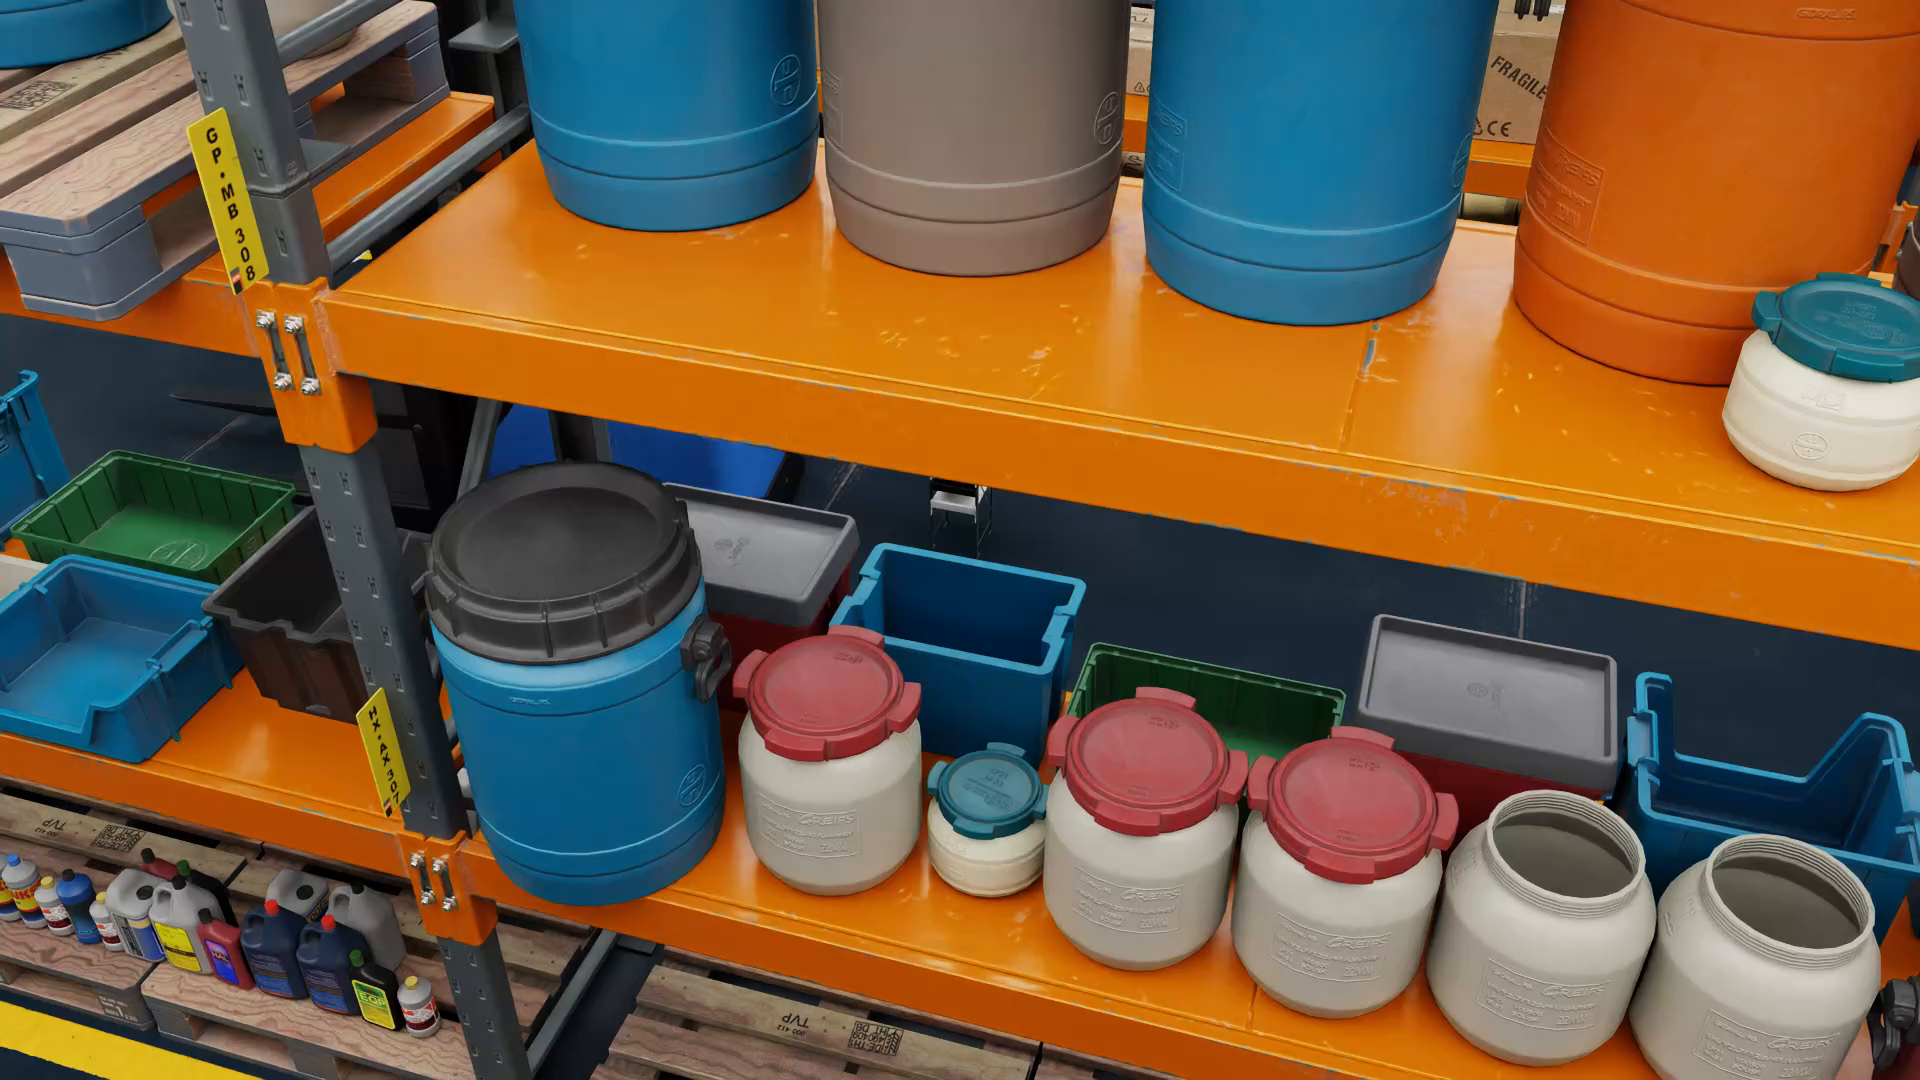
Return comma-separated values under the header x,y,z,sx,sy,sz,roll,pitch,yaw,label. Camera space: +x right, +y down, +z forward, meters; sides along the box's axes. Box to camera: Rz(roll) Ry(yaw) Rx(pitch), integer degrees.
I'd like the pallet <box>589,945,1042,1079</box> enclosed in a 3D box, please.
x,y,z,sx,sy,sz,roll,pitch,yaw,label
-0.386,1.533,4.989,1.213,0.211,1.003,10,38,14,pallet

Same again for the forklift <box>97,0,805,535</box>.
x,y,z,sx,sy,sz,roll,pitch,yaw,label
-2.273,-1.354,6.618,3.031,2.935,1.130,6,37,8,forklift

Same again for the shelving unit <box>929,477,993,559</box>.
x,y,z,sx,sy,sz,roll,pitch,yaw,label
0.008,-0.361,6.981,0.210,0.900,0.258,10,38,14,shelving unit

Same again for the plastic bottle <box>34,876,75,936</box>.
x,y,z,sx,sy,sz,roll,pitch,yaw,label
-2.811,1.129,5.175,0.097,0.201,0.097,0,36,0,plastic bottle

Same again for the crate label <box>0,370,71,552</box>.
x,y,z,sx,sy,sz,roll,pitch,yaw,label
-3.128,-0.256,5.037,0.616,0.435,0.502,10,38,14,crate label

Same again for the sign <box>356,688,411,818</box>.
x,y,z,sx,sy,sz,roll,pitch,yaw,label
-1.322,0.491,3.818,0.005,0.325,0.100,10,38,14,sign

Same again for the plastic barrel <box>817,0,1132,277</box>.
x,y,z,sx,sy,sz,roll,pitch,yaw,label
0.027,-1.034,3.171,0.600,0.901,0.600,0,36,0,plastic barrel

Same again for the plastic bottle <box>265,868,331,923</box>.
x,y,z,sx,sy,sz,roll,pitch,yaw,label
-2.011,1.140,5.097,0.135,0.276,0.152,10,38,14,plastic bottle

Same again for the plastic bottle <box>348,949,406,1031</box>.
x,y,z,sx,sy,sz,roll,pitch,yaw,label
-1.705,1.312,4.858,0.133,0.283,0.061,12,38,16,plastic bottle

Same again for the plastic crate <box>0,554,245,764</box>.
x,y,z,sx,sy,sz,roll,pitch,yaw,label
-2.285,0.311,4.422,0.616,0.251,0.499,10,38,14,plastic crate

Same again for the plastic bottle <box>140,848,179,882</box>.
x,y,z,sx,sy,sz,roll,pitch,yaw,label
-2.462,1.077,5.176,0.133,0.283,0.061,10,38,14,plastic bottle

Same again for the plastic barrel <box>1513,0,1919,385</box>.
x,y,z,sx,sy,sz,roll,pitch,yaw,label
1.327,-0.764,2.865,0.708,0.830,0.600,10,38,14,plastic barrel

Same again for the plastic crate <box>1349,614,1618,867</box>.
x,y,z,sx,sy,sz,roll,pitch,yaw,label
1.219,0.516,3.965,0.583,0.464,0.402,10,38,14,plastic crate

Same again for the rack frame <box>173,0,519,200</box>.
x,y,z,sx,sy,sz,roll,pitch,yaw,label
-1.147,-2.123,2.542,0.127,3.000,1.000,10,38,14,rack frame

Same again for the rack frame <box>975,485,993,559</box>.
x,y,z,sx,sy,sz,roll,pitch,yaw,label
0.105,-0.343,6.957,0.006,0.900,0.240,10,38,14,rack frame

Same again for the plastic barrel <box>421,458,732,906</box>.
x,y,z,sx,sy,sz,roll,pitch,yaw,label
-0.869,0.331,3.847,0.708,0.901,0.600,10,38,14,plastic barrel

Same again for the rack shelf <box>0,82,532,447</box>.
x,y,z,sx,sy,sz,roll,pitch,yaw,label
-3.056,-0.978,4.125,4.000,0.370,1.077,10,38,14,rack shelf

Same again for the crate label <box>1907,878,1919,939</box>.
x,y,z,sx,sy,sz,roll,pitch,yaw,label
2.380,0.781,3.799,0.416,0.233,0.303,10,38,14,crate label

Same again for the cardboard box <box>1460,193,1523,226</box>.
x,y,z,sx,sy,sz,roll,pitch,yaw,label
2.749,-1.527,8.287,0.500,0.311,0.500,10,37,13,cardboard box

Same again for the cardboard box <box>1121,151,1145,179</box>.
x,y,z,sx,sy,sz,roll,pitch,yaw,label
0.805,-1.887,8.775,0.500,0.311,0.500,10,38,14,cardboard box

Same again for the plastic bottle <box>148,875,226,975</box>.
x,y,z,sx,sy,sz,roll,pitch,yaw,label
-2.339,1.141,5.032,0.185,0.351,0.144,10,38,14,plastic bottle

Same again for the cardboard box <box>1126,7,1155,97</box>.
x,y,z,sx,sy,sz,roll,pitch,yaw,label
0.816,-2.386,8.088,0.500,0.250,0.500,13,38,17,cardboard box

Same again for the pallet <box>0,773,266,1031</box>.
x,y,z,sx,sy,sz,roll,pitch,yaw,label
-2.944,1.060,5.632,1.213,0.211,1.003,10,38,14,pallet

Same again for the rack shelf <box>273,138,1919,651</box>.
x,y,z,sx,sy,sz,roll,pitch,yaw,label
0.762,-0.271,3.165,4.000,0.370,1.077,10,38,14,rack shelf

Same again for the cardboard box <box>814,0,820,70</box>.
x,y,z,sx,sy,sz,roll,pitch,yaw,label
-0.598,-2.713,8.321,0.500,0.500,0.700,10,38,13,cardboard box

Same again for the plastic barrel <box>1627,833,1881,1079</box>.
x,y,z,sx,sy,sz,roll,pitch,yaw,label
1.625,0.894,3.410,0.421,0.512,0.421,0,36,0,plastic barrel

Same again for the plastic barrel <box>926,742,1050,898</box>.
x,y,z,sx,sy,sz,roll,pitch,yaw,label
0.070,0.670,3.926,0.301,0.262,0.301,0,36,0,plastic barrel

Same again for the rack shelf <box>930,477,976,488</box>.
x,y,z,sx,sy,sz,roll,pitch,yaw,label
0.008,-0.334,7.001,0.200,0.077,0.258,10,38,14,rack shelf

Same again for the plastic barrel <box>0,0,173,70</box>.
x,y,z,sx,sy,sz,roll,pitch,yaw,label
-2.065,-1.522,3.480,0.708,0.901,0.600,10,38,14,plastic barrel

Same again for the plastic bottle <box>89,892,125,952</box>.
x,y,z,sx,sy,sz,roll,pitch,yaw,label
-2.614,1.165,5.126,0.097,0.201,0.097,0,36,0,plastic bottle

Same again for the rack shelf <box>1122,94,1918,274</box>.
x,y,z,sx,sy,sz,roll,pitch,yaw,label
2.242,-1.865,7.861,4.000,0.370,1.077,10,38,14,rack shelf

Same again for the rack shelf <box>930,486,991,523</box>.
x,y,z,sx,sy,sz,roll,pitch,yaw,label
0.008,-0.189,7.108,0.200,0.077,0.258,10,38,14,rack shelf

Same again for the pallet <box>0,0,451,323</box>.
x,y,z,sx,sy,sz,roll,pitch,yaw,label
-1.865,-0.911,3.586,1.003,0.211,1.213,10,38,14,pallet

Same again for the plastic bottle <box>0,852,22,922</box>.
x,y,z,sx,sy,sz,roll,pitch,yaw,label
-3.001,1.065,5.202,0.097,0.271,0.097,0,36,0,plastic bottle

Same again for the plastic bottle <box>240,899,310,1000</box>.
x,y,z,sx,sy,sz,roll,pitch,yaw,label
-2.031,1.198,4.955,0.185,0.351,0.144,9,37,12,plastic bottle

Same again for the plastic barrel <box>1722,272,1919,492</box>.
x,y,z,sx,sy,sz,roll,pitch,yaw,label
1.387,-0.245,2.638,0.301,0.262,0.301,0,36,0,plastic barrel

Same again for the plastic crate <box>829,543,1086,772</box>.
x,y,z,sx,sy,sz,roll,pitch,yaw,label
-0.002,0.319,4.300,0.575,0.384,0.392,10,38,14,plastic crate

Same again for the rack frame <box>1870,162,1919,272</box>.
x,y,z,sx,sy,sz,roll,pitch,yaw,label
4.151,-1.801,7.167,0.127,3.000,1.000,10,38,14,rack frame

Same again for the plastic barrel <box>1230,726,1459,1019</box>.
x,y,z,sx,sy,sz,roll,pitch,yaw,label
0.814,0.738,3.602,0.433,0.535,0.433,0,36,0,plastic barrel
